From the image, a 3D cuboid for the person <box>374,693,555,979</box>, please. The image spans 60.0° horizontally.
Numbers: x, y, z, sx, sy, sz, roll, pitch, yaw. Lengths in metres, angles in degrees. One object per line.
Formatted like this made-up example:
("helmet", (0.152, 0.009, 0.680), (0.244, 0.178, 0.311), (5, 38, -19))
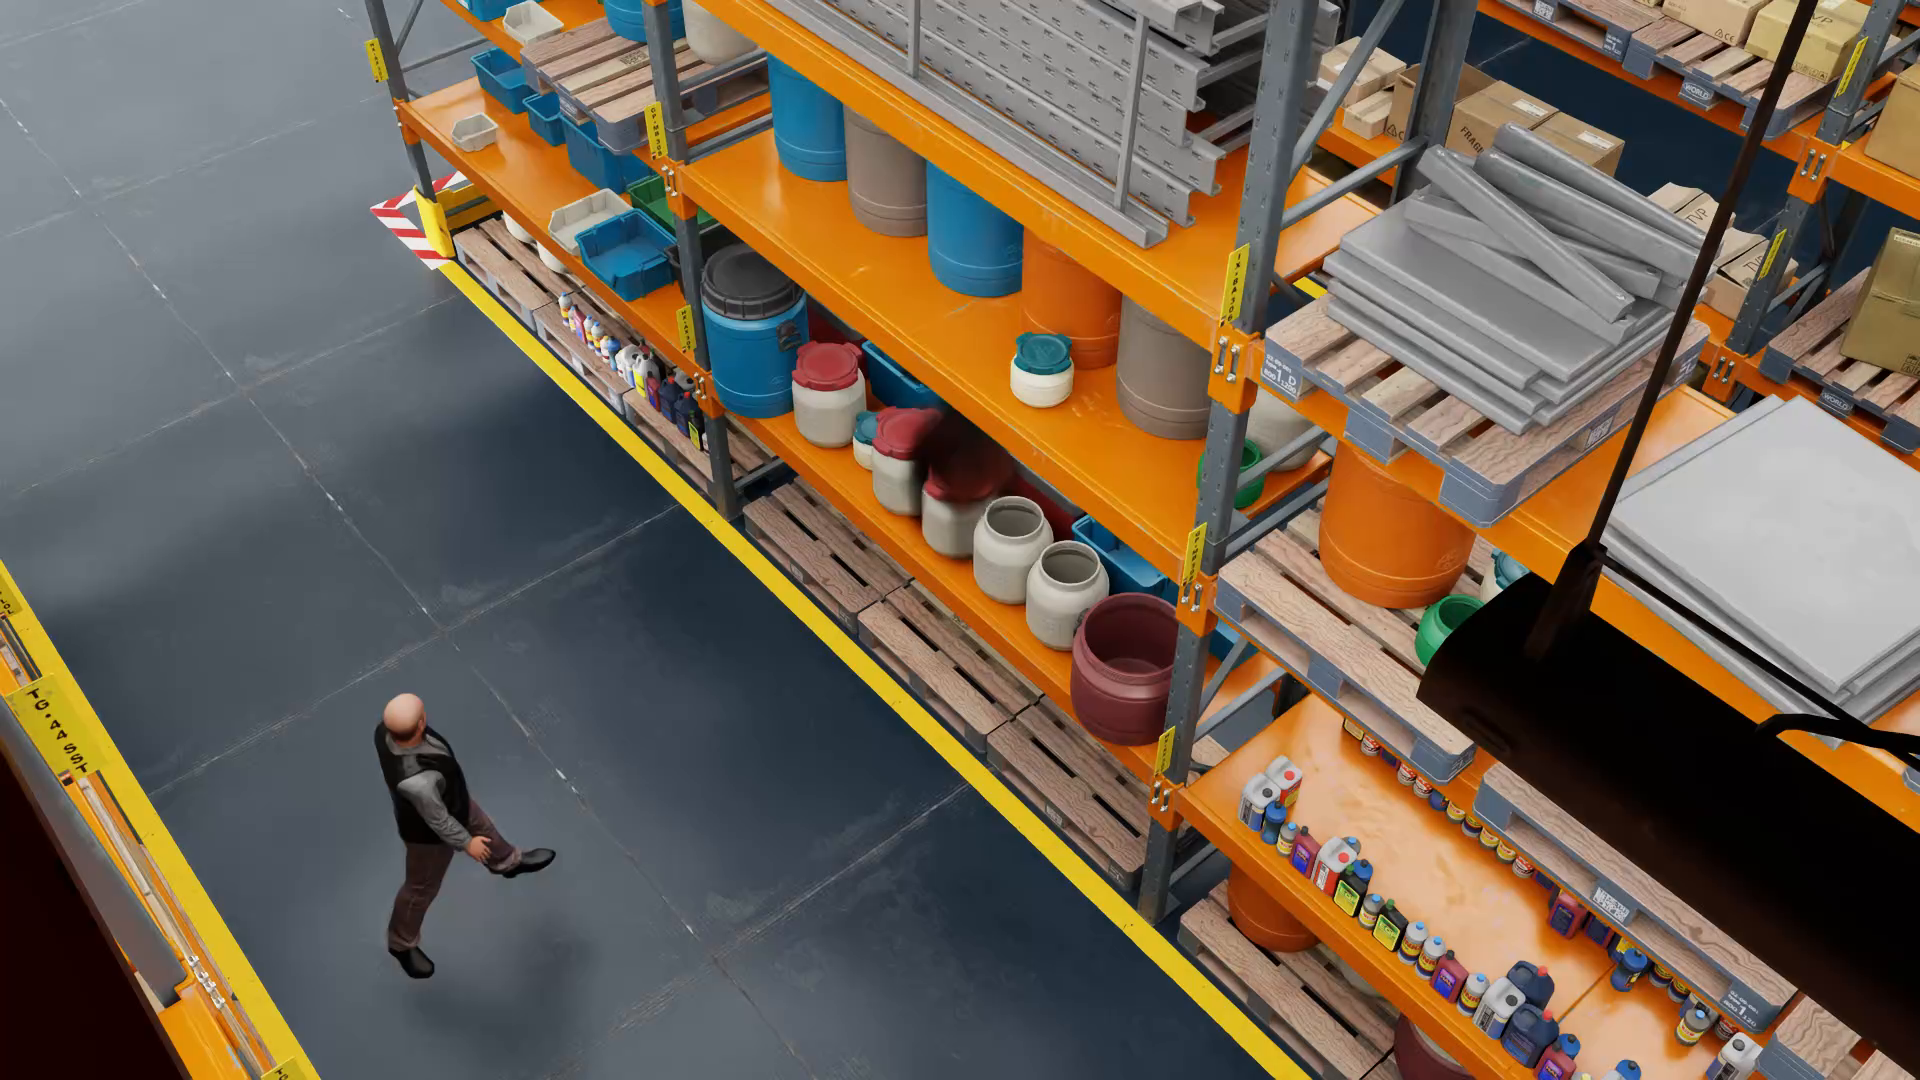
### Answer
("person", (-2.534, 1.376, 8.108), (0.897, 1.700, 0.658), (-13, 48, -12))
